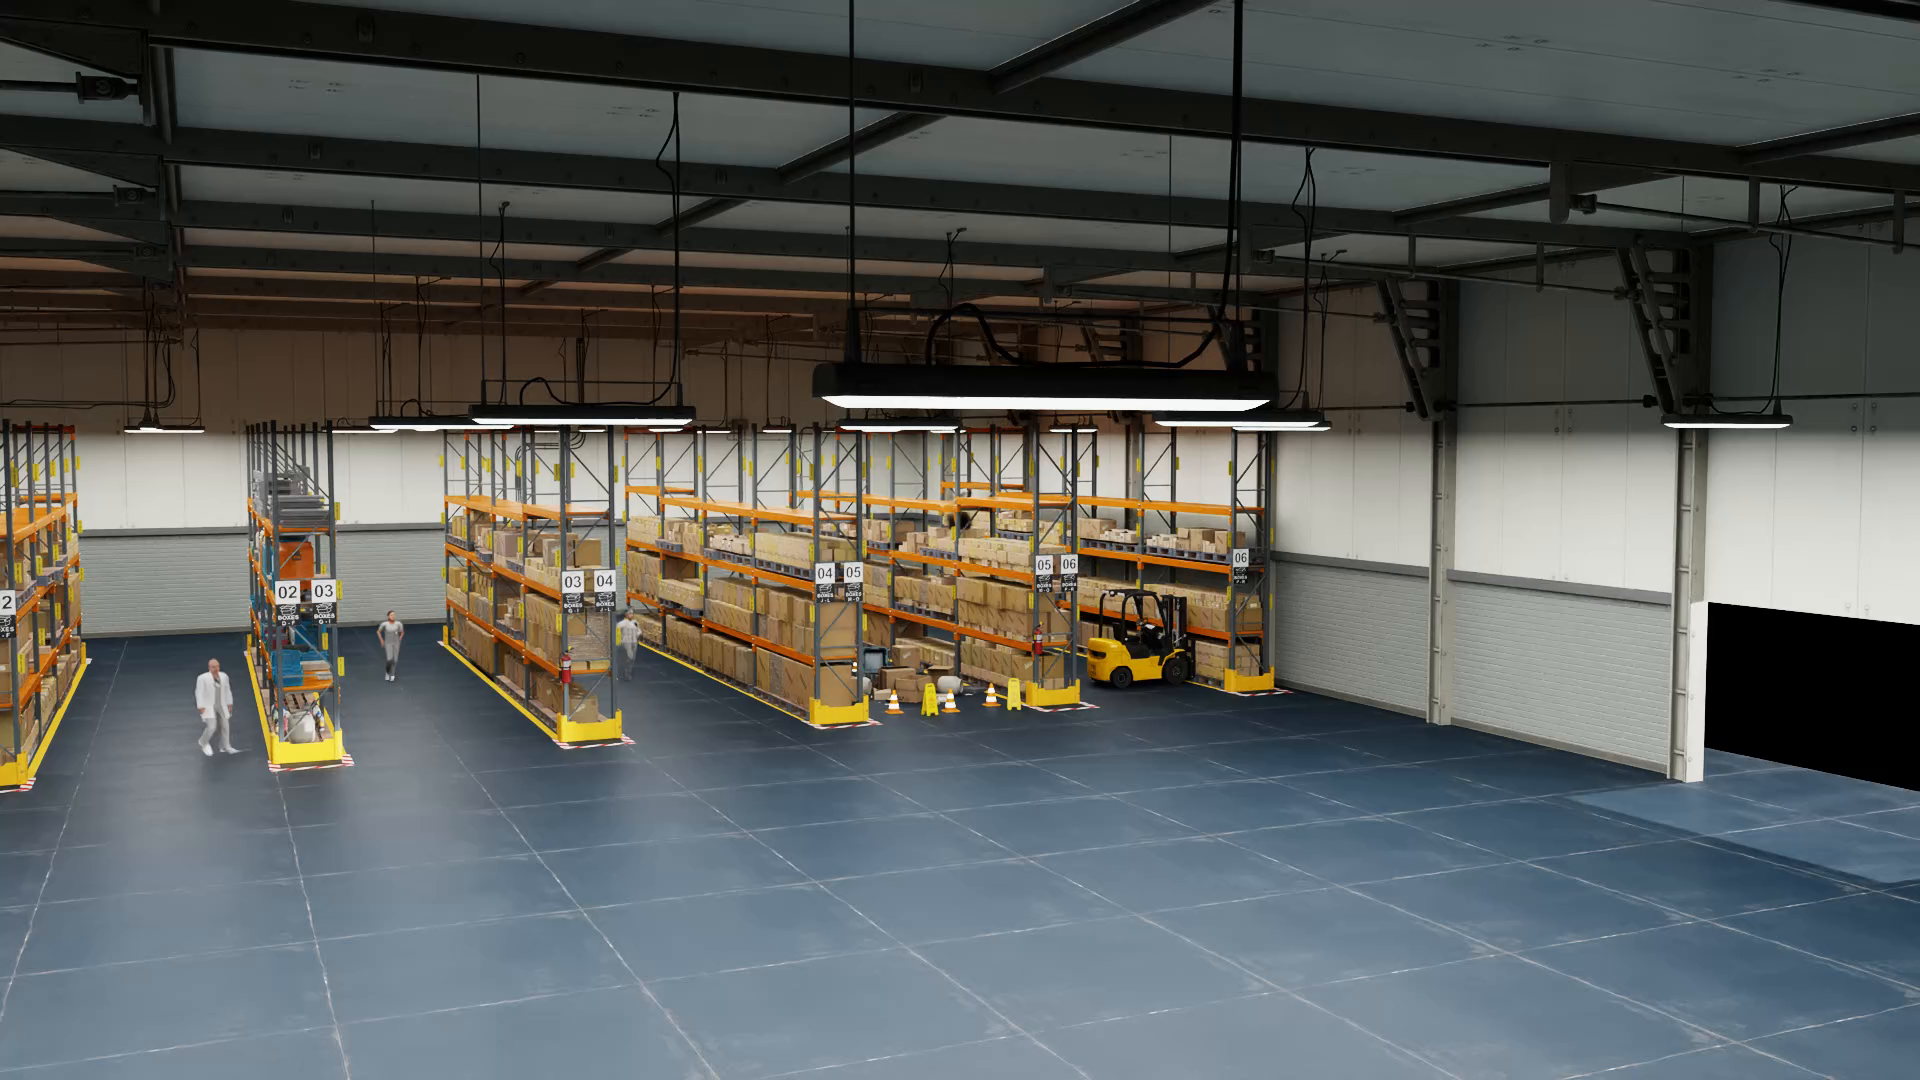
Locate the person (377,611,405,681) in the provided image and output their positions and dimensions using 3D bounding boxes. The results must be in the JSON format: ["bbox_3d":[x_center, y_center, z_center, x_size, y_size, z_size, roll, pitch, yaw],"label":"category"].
[{"bbox_3d":[-13.267,2.466,38.847,0.579,1.648,0.630,-2,4,-30],"label":"person"}]

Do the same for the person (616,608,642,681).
[{"bbox_3d":[-7.742,2.451,38.977,0.593,1.706,0.694,-3,5,-39],"label":"person"}]

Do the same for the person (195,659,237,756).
[{"bbox_3d":[-13.308,2.986,29.729,0.541,1.747,0.681,3,4,36],"label":"person"}]
